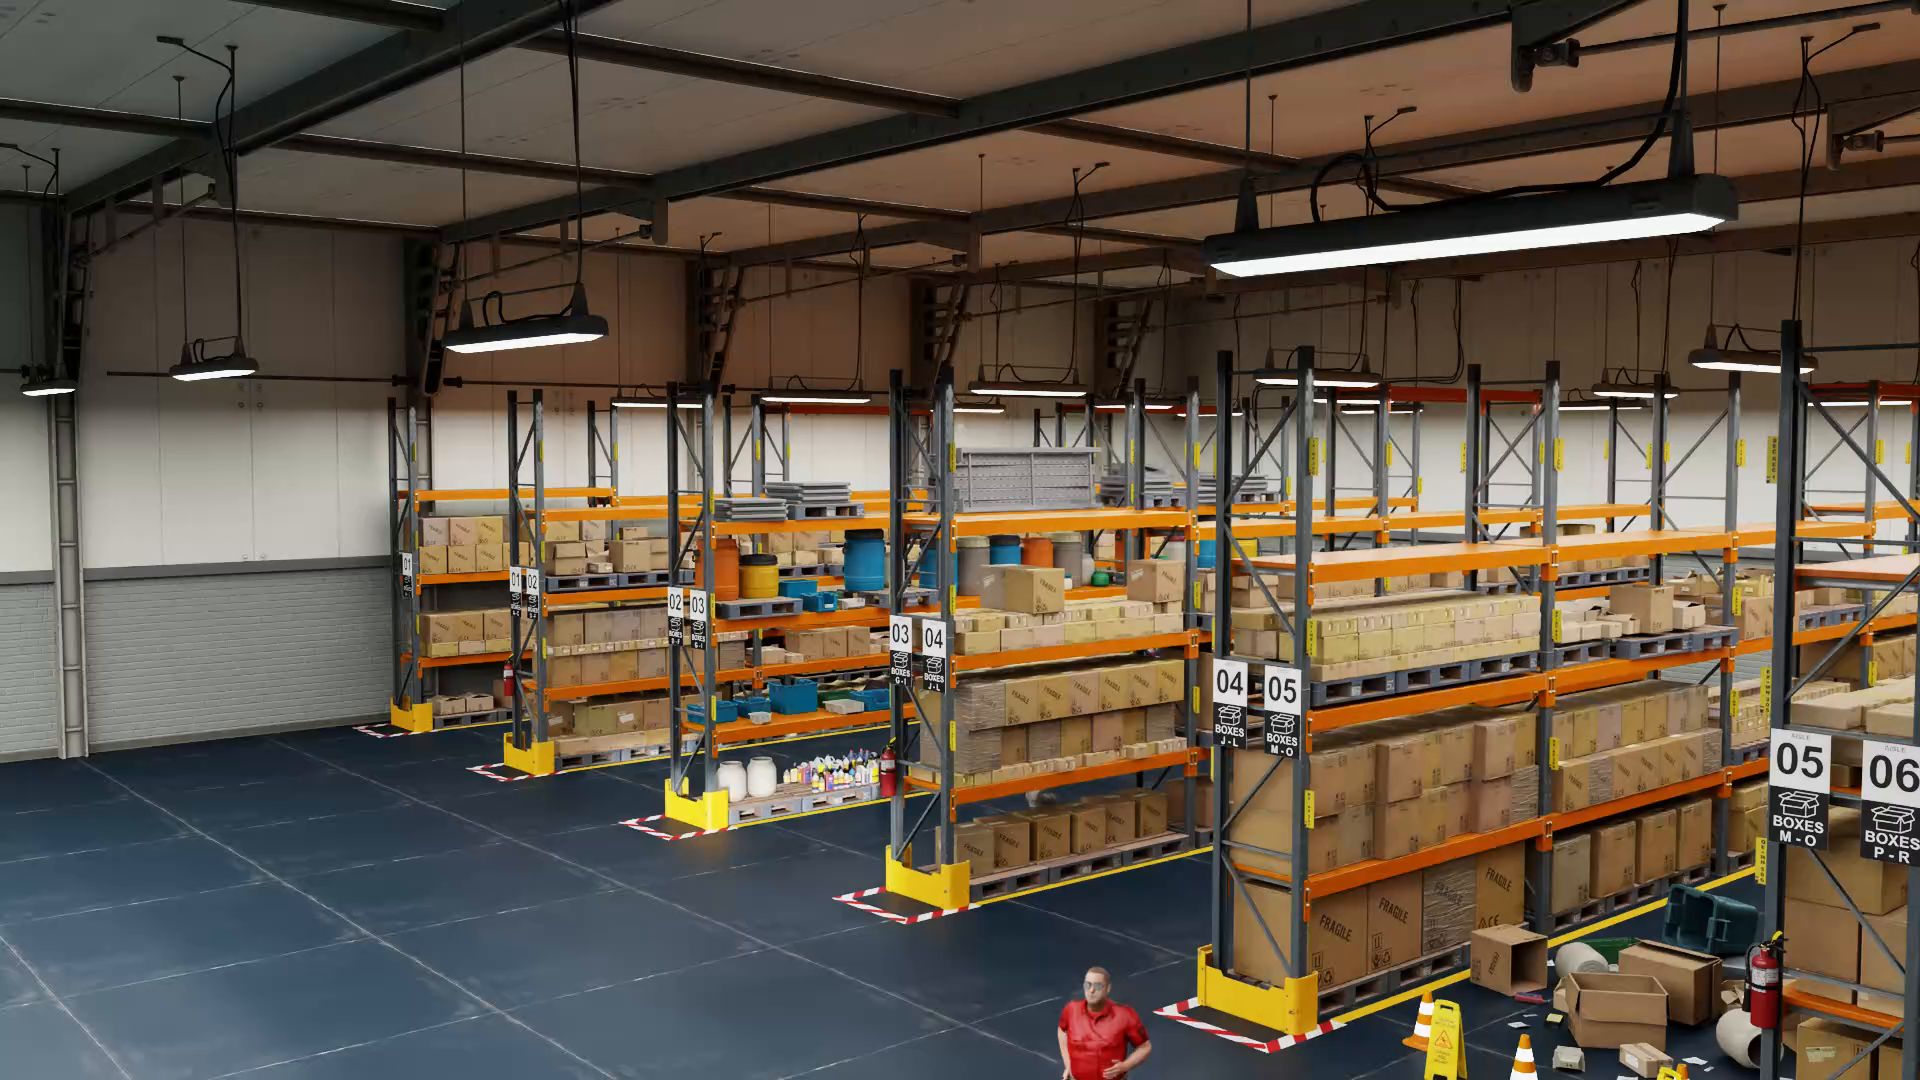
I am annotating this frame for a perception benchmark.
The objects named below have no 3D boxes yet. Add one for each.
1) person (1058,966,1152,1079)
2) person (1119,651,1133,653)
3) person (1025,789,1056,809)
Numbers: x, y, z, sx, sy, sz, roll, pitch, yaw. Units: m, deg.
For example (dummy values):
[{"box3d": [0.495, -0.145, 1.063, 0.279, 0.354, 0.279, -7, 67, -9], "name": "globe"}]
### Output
[{"box3d": [0.939, 3.666, 10.961, 0.647, 1.748, 0.911, 1, 3, 11], "name": "person"}, {"box3d": [3.164, 2.506, 31.795, 0.555, 1.638, 0.592, 3, 4, 40], "name": "person"}, {"box3d": [1.077, 3.019, 21.963, 0.700, 1.739, 0.801, 3, 4, 40], "name": "person"}]
